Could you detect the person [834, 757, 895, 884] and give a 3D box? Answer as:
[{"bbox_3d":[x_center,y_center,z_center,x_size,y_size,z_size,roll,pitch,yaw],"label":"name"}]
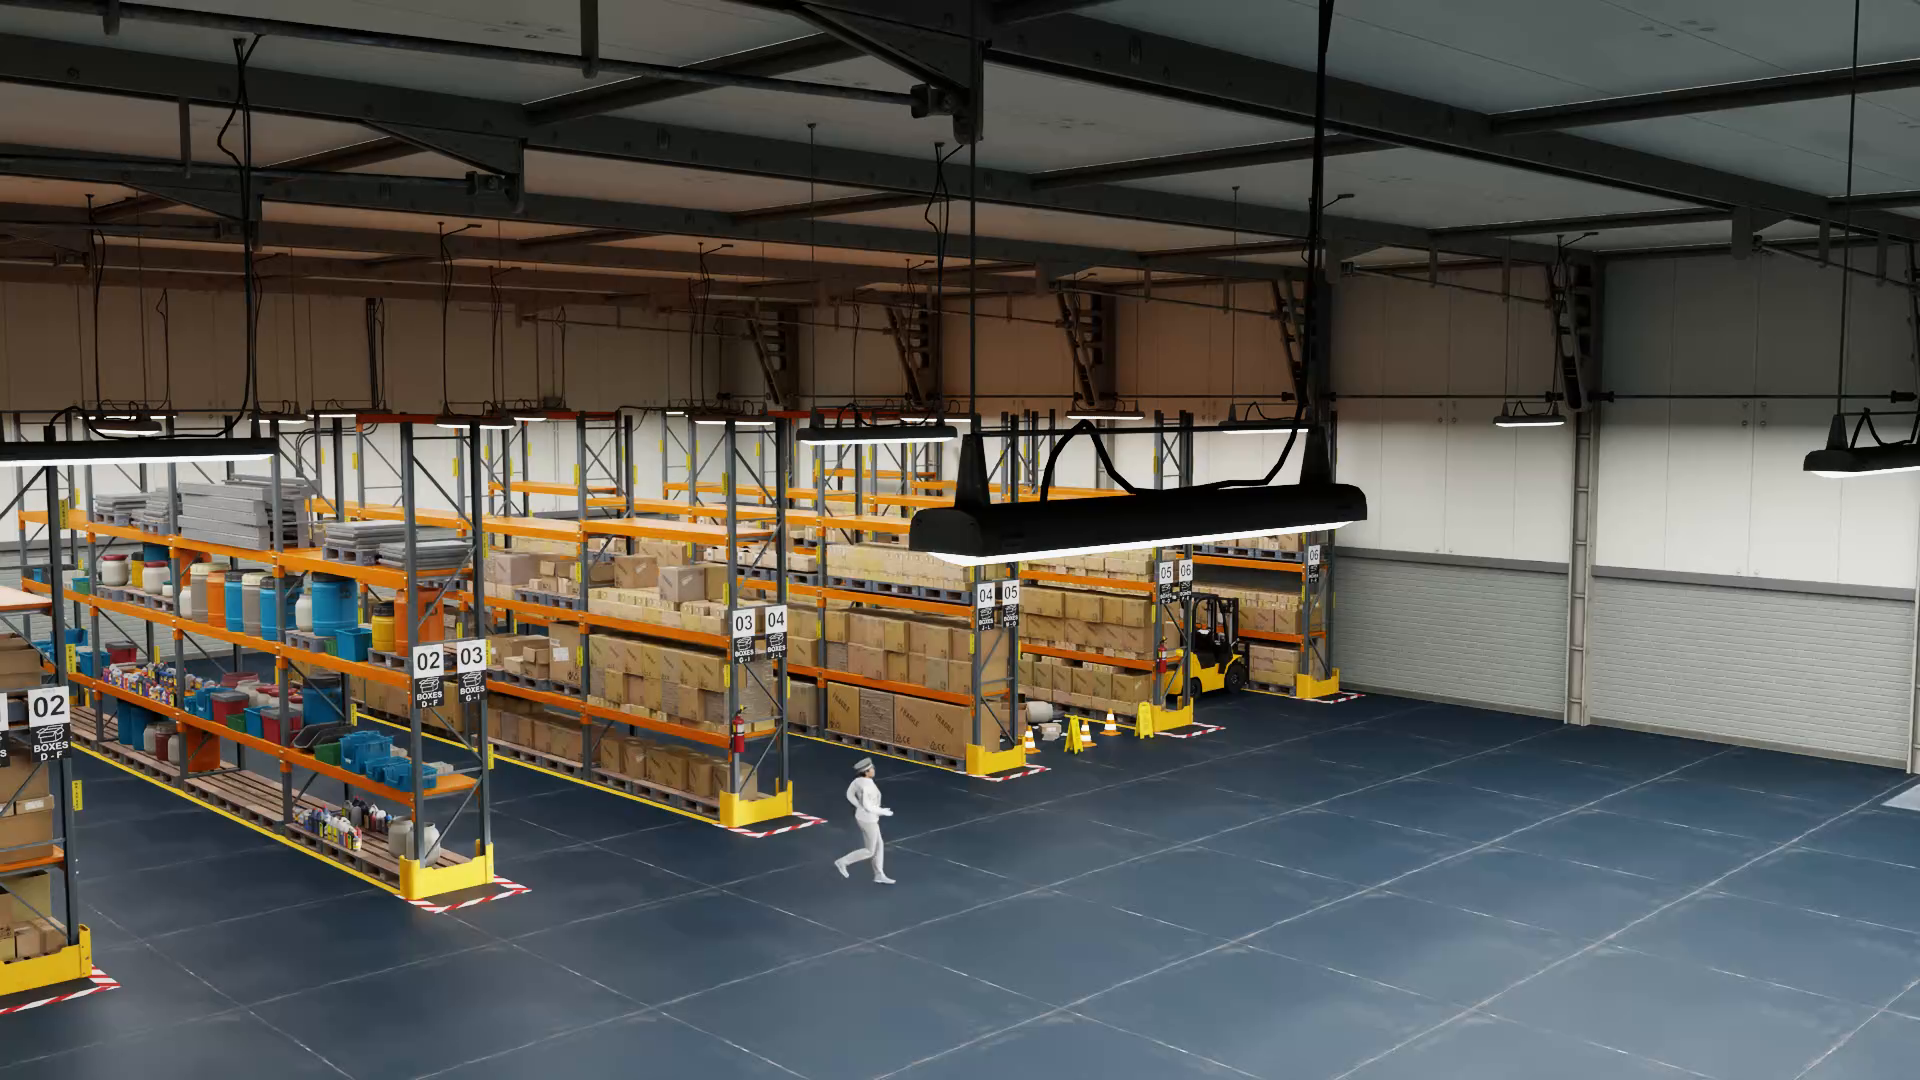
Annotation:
[{"bbox_3d":[-1.243,3.643,21.473,0.822,1.693,0.617,-2,5,-17],"label":"person"}]
